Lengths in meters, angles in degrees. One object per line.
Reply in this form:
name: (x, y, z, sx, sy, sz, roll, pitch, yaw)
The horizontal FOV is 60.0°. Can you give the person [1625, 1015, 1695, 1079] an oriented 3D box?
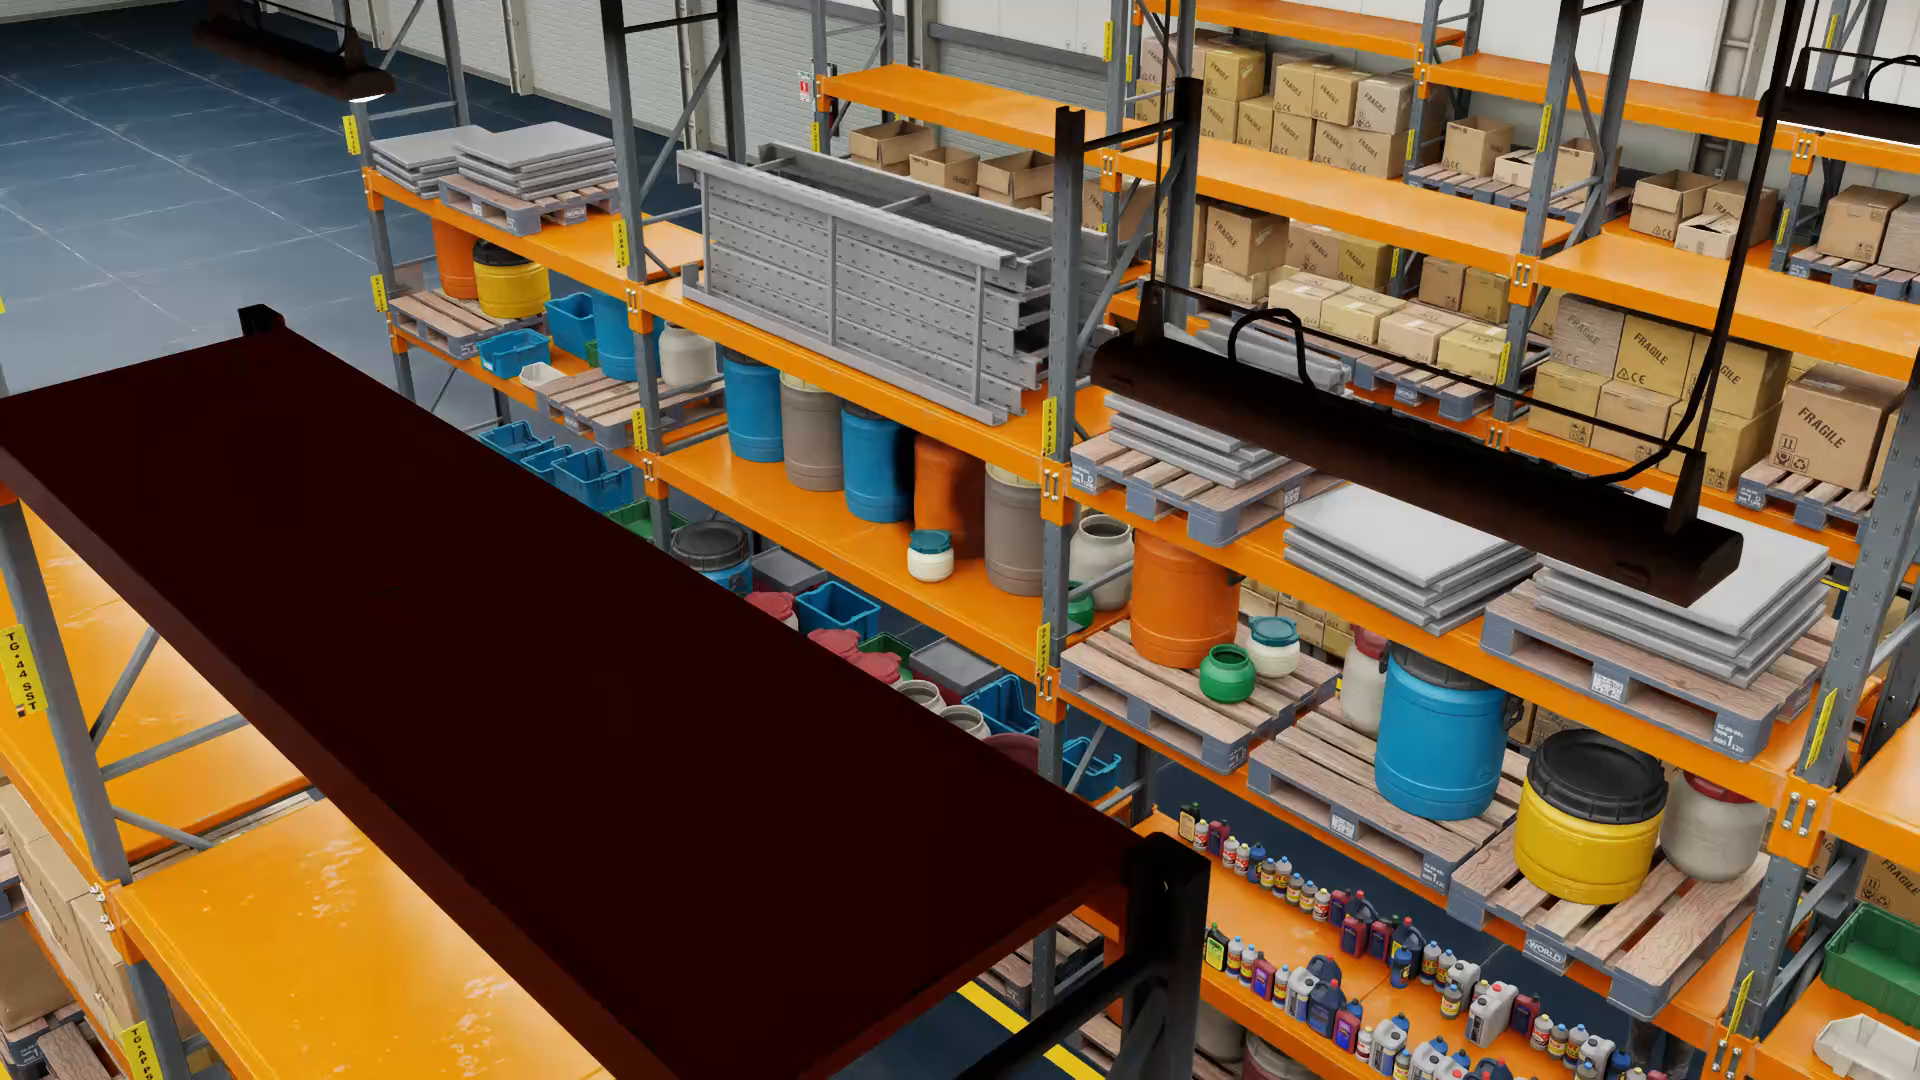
person: (4.245, 2.723, 9.882, 0.548, 1.782, 0.420, 7, 29, 13)
